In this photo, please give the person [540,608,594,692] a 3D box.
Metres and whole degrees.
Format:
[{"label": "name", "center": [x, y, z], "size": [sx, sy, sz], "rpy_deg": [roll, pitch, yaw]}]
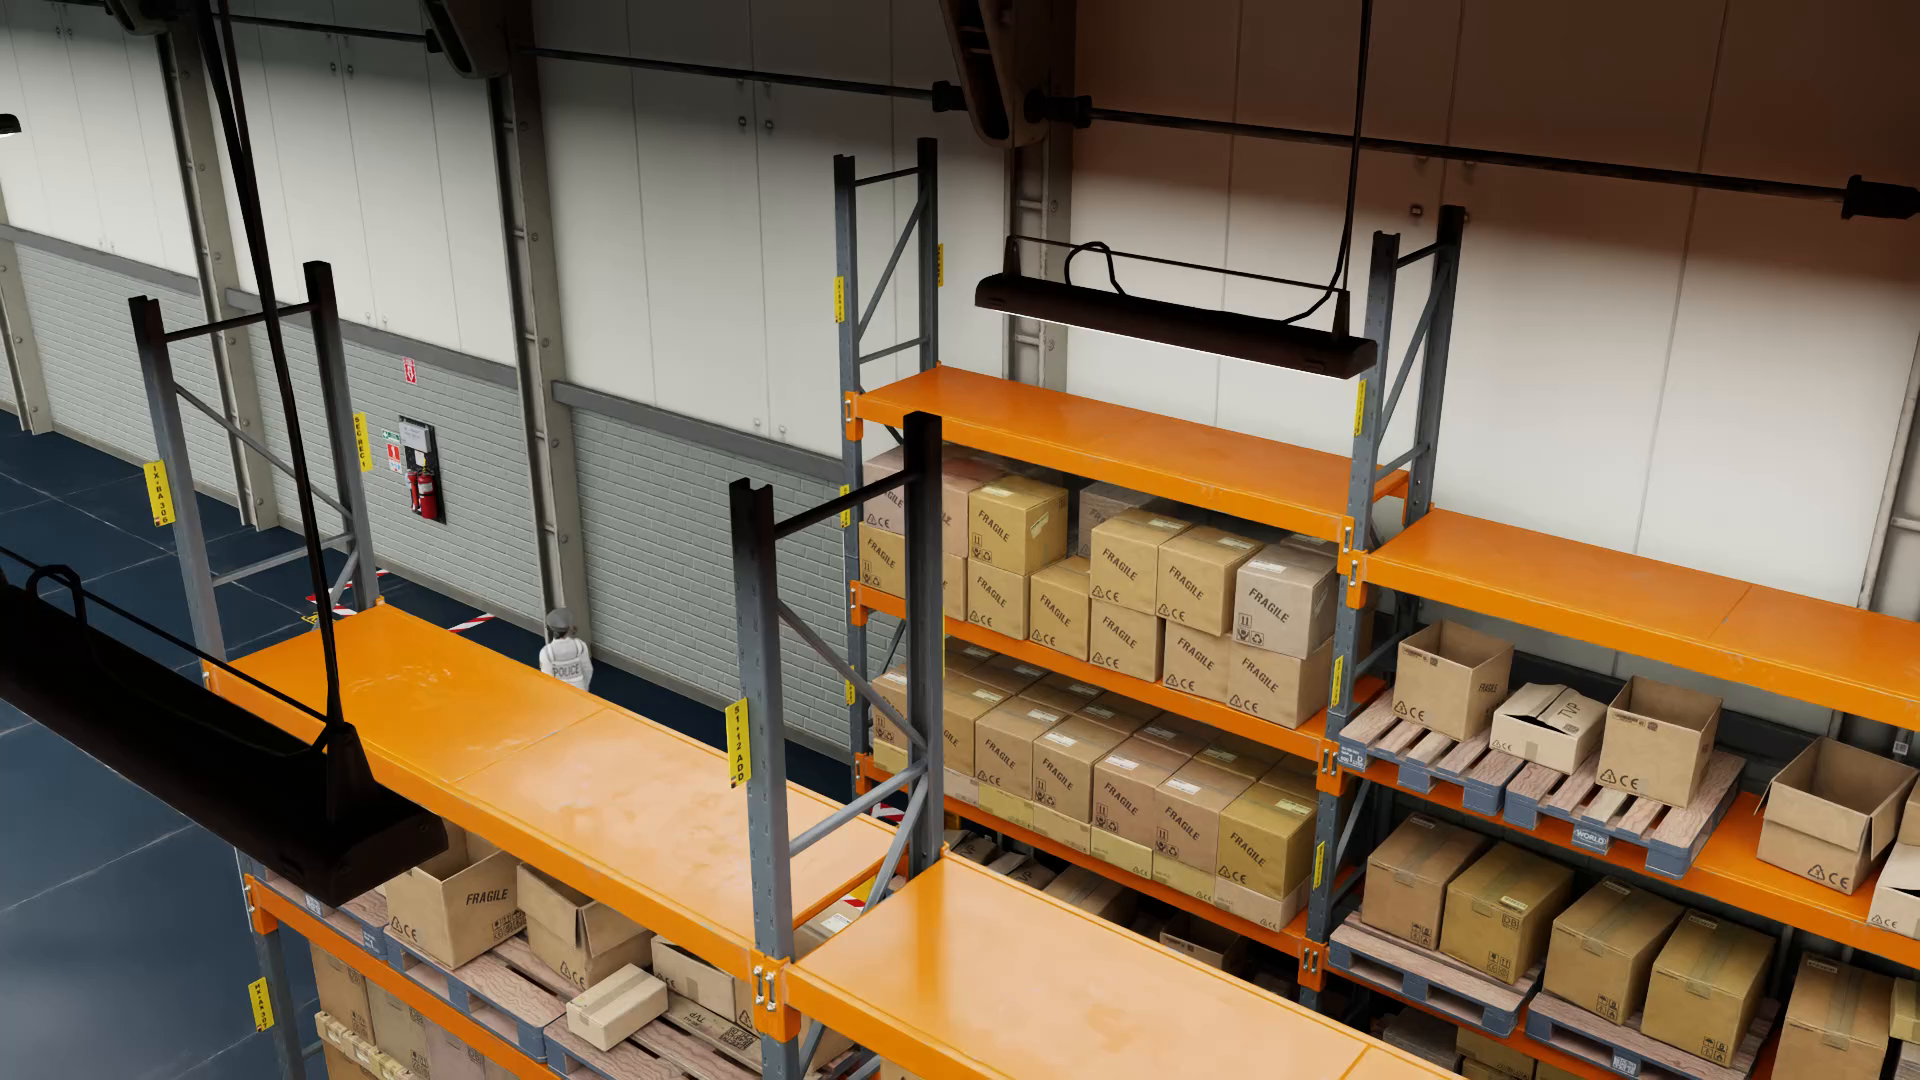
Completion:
[{"label": "person", "center": [-3.627, 1.380, 15.178], "size": [0.560, 1.675, 0.658], "rpy_deg": [-10, 25, -23]}]
